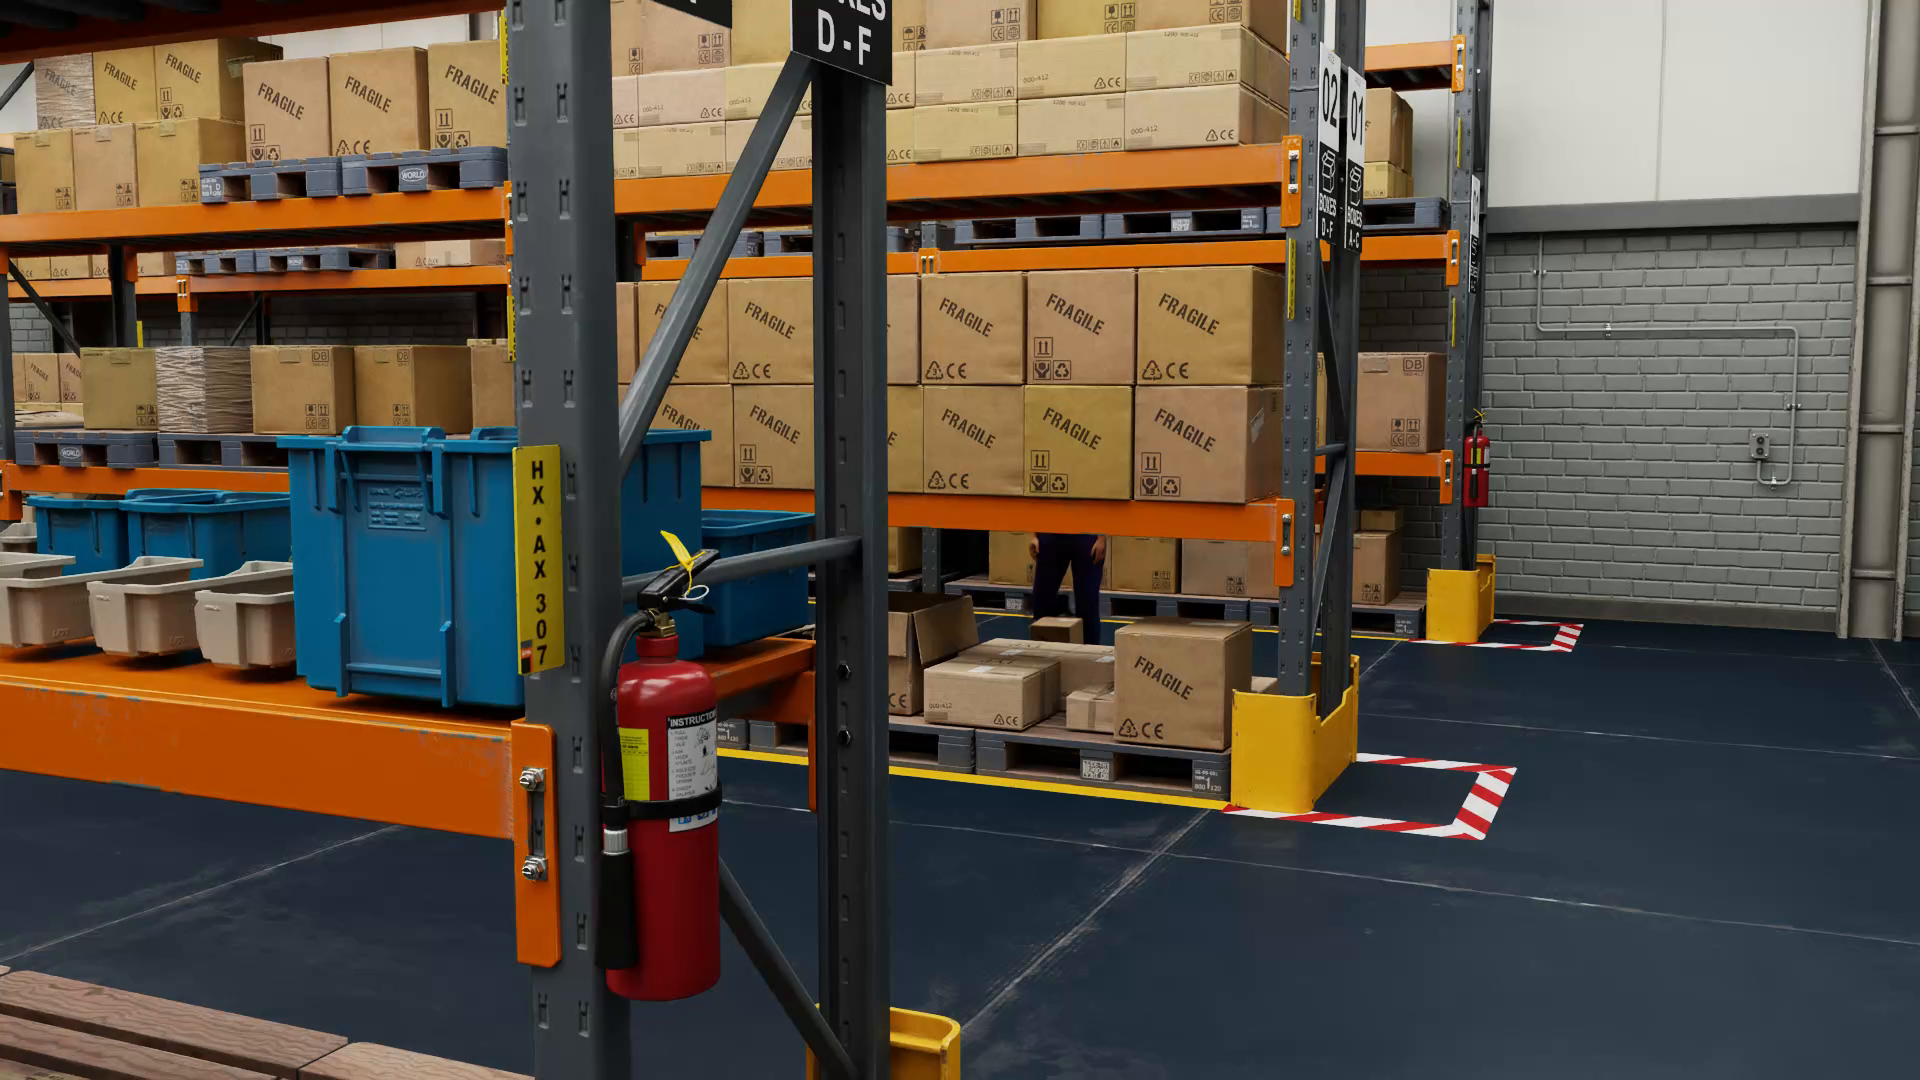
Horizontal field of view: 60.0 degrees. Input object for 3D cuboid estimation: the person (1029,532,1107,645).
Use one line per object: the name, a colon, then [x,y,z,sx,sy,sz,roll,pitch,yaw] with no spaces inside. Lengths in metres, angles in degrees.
person: [0.660,0.021,10.105,0.533,1.653,0.368,2,6,22]
